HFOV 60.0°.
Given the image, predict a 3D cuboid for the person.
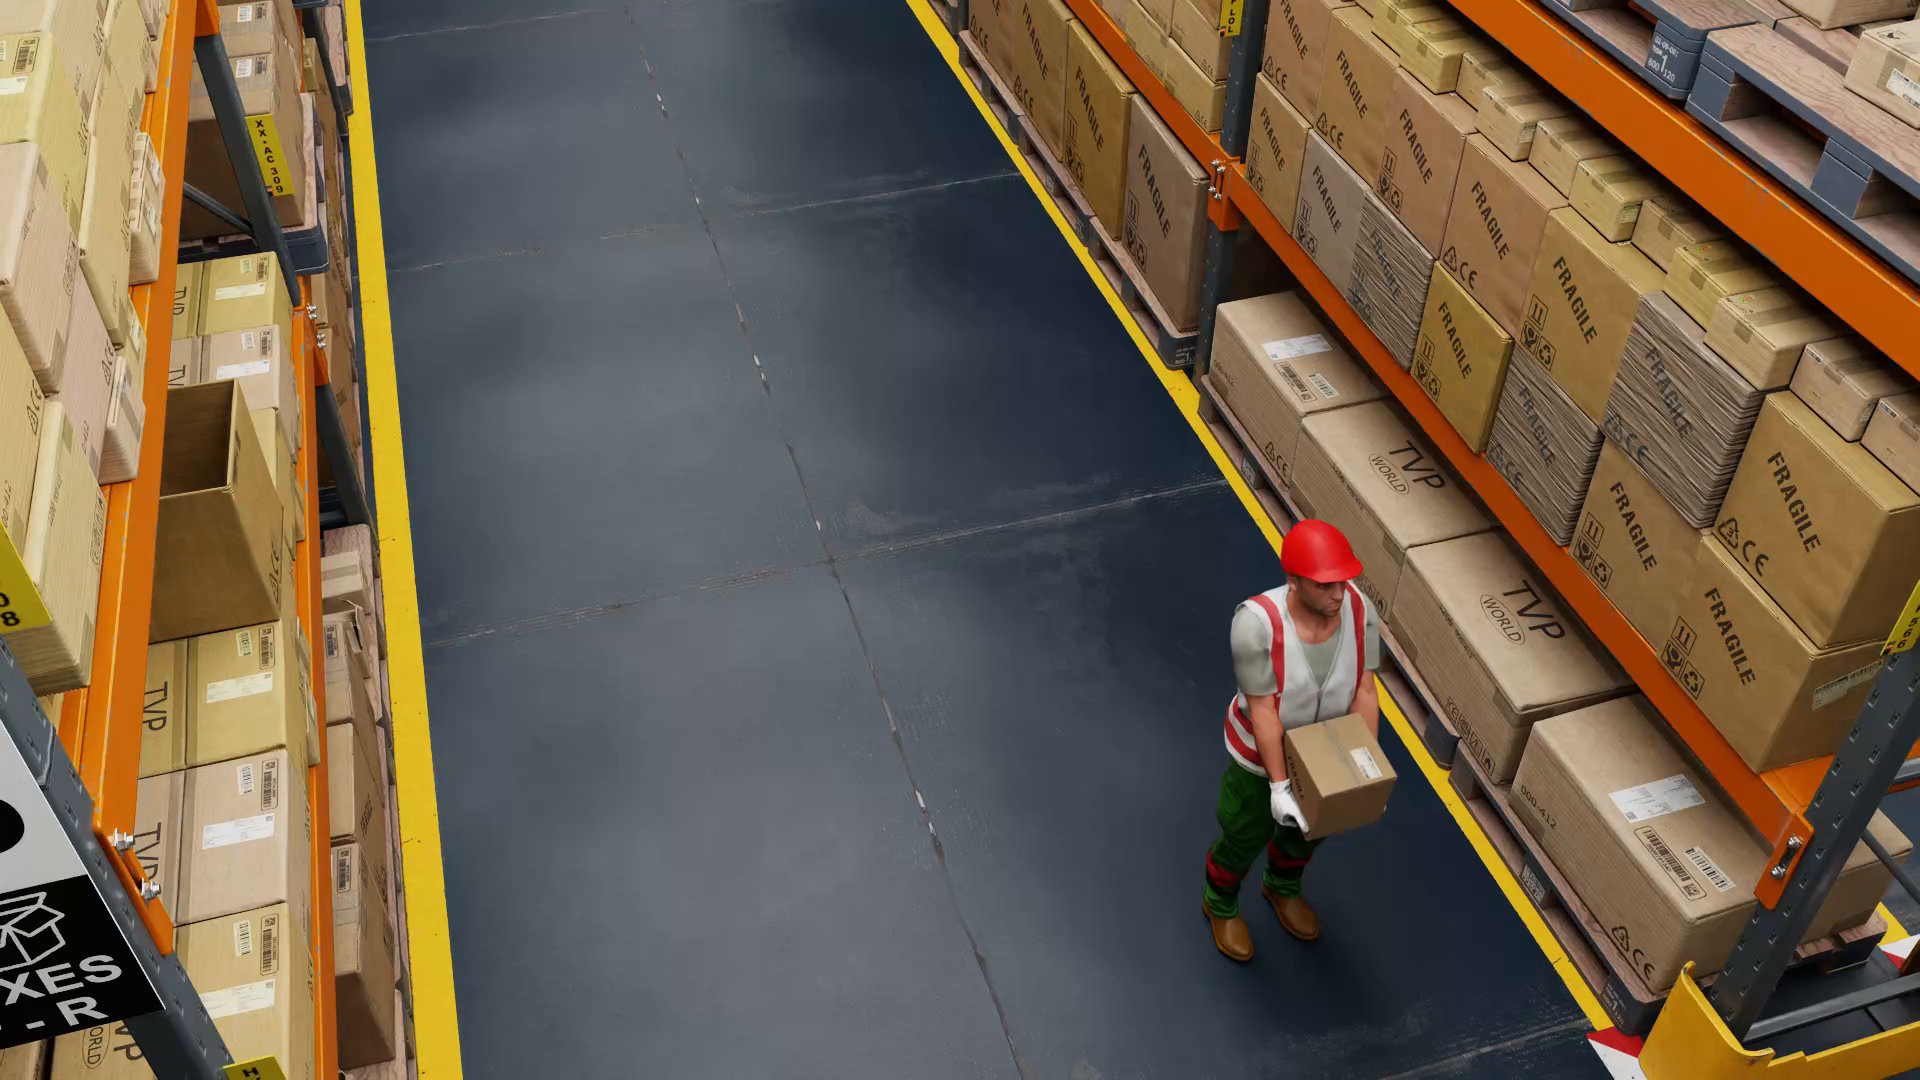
[{"bbox_3d":[1.102,0.734,5.326,0.494,1.782,0.569,-12,43,-13],"label":"person"}]
